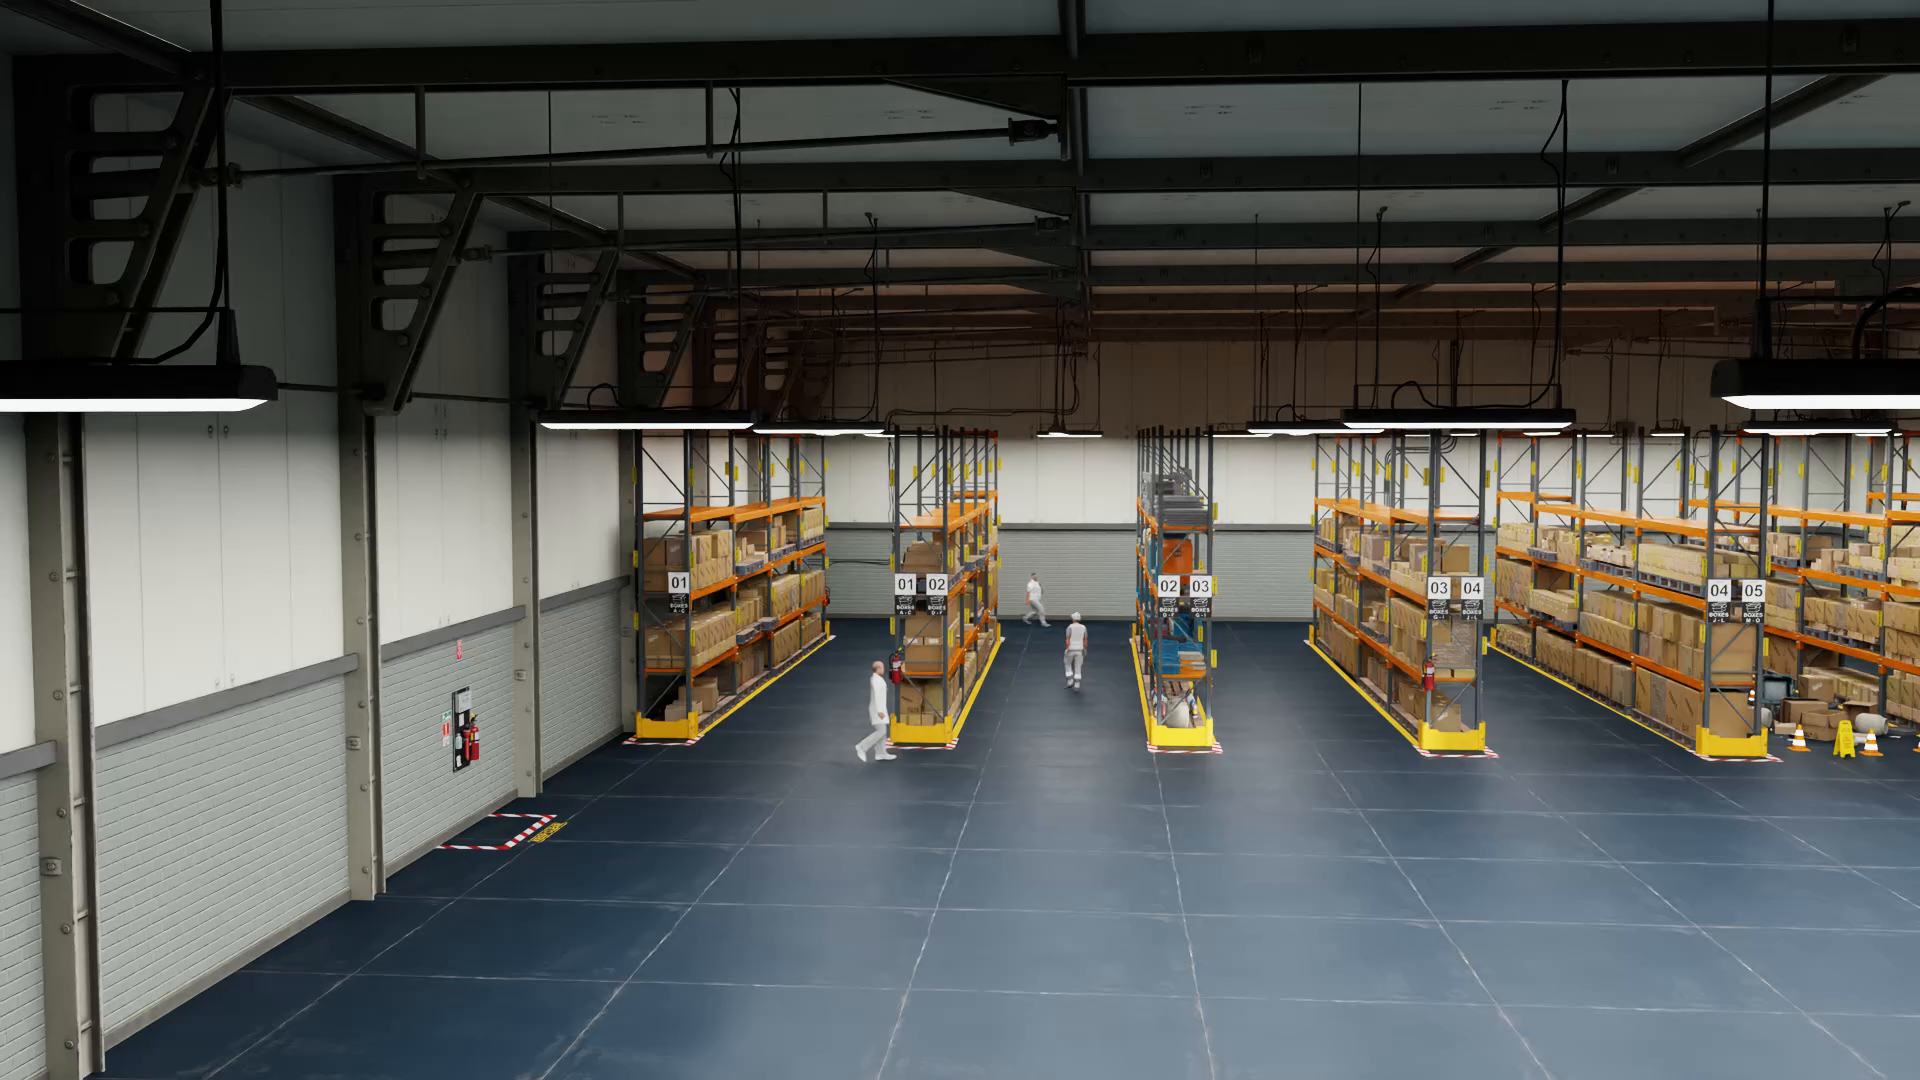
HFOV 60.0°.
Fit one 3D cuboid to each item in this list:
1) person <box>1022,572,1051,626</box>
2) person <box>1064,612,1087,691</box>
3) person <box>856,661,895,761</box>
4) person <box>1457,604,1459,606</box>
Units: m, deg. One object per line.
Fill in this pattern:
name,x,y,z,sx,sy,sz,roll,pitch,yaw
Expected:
person,2.347,1.813,51.278,1.063,1.645,0.523,2,4,27
person,2.645,2.556,38.006,0.551,1.808,0.542,0,3,-6
person,-1.508,3.045,29.637,0.720,1.774,0.607,0,3,-7
person,14.981,1.899,49.007,0.592,1.733,1.133,2,4,33
